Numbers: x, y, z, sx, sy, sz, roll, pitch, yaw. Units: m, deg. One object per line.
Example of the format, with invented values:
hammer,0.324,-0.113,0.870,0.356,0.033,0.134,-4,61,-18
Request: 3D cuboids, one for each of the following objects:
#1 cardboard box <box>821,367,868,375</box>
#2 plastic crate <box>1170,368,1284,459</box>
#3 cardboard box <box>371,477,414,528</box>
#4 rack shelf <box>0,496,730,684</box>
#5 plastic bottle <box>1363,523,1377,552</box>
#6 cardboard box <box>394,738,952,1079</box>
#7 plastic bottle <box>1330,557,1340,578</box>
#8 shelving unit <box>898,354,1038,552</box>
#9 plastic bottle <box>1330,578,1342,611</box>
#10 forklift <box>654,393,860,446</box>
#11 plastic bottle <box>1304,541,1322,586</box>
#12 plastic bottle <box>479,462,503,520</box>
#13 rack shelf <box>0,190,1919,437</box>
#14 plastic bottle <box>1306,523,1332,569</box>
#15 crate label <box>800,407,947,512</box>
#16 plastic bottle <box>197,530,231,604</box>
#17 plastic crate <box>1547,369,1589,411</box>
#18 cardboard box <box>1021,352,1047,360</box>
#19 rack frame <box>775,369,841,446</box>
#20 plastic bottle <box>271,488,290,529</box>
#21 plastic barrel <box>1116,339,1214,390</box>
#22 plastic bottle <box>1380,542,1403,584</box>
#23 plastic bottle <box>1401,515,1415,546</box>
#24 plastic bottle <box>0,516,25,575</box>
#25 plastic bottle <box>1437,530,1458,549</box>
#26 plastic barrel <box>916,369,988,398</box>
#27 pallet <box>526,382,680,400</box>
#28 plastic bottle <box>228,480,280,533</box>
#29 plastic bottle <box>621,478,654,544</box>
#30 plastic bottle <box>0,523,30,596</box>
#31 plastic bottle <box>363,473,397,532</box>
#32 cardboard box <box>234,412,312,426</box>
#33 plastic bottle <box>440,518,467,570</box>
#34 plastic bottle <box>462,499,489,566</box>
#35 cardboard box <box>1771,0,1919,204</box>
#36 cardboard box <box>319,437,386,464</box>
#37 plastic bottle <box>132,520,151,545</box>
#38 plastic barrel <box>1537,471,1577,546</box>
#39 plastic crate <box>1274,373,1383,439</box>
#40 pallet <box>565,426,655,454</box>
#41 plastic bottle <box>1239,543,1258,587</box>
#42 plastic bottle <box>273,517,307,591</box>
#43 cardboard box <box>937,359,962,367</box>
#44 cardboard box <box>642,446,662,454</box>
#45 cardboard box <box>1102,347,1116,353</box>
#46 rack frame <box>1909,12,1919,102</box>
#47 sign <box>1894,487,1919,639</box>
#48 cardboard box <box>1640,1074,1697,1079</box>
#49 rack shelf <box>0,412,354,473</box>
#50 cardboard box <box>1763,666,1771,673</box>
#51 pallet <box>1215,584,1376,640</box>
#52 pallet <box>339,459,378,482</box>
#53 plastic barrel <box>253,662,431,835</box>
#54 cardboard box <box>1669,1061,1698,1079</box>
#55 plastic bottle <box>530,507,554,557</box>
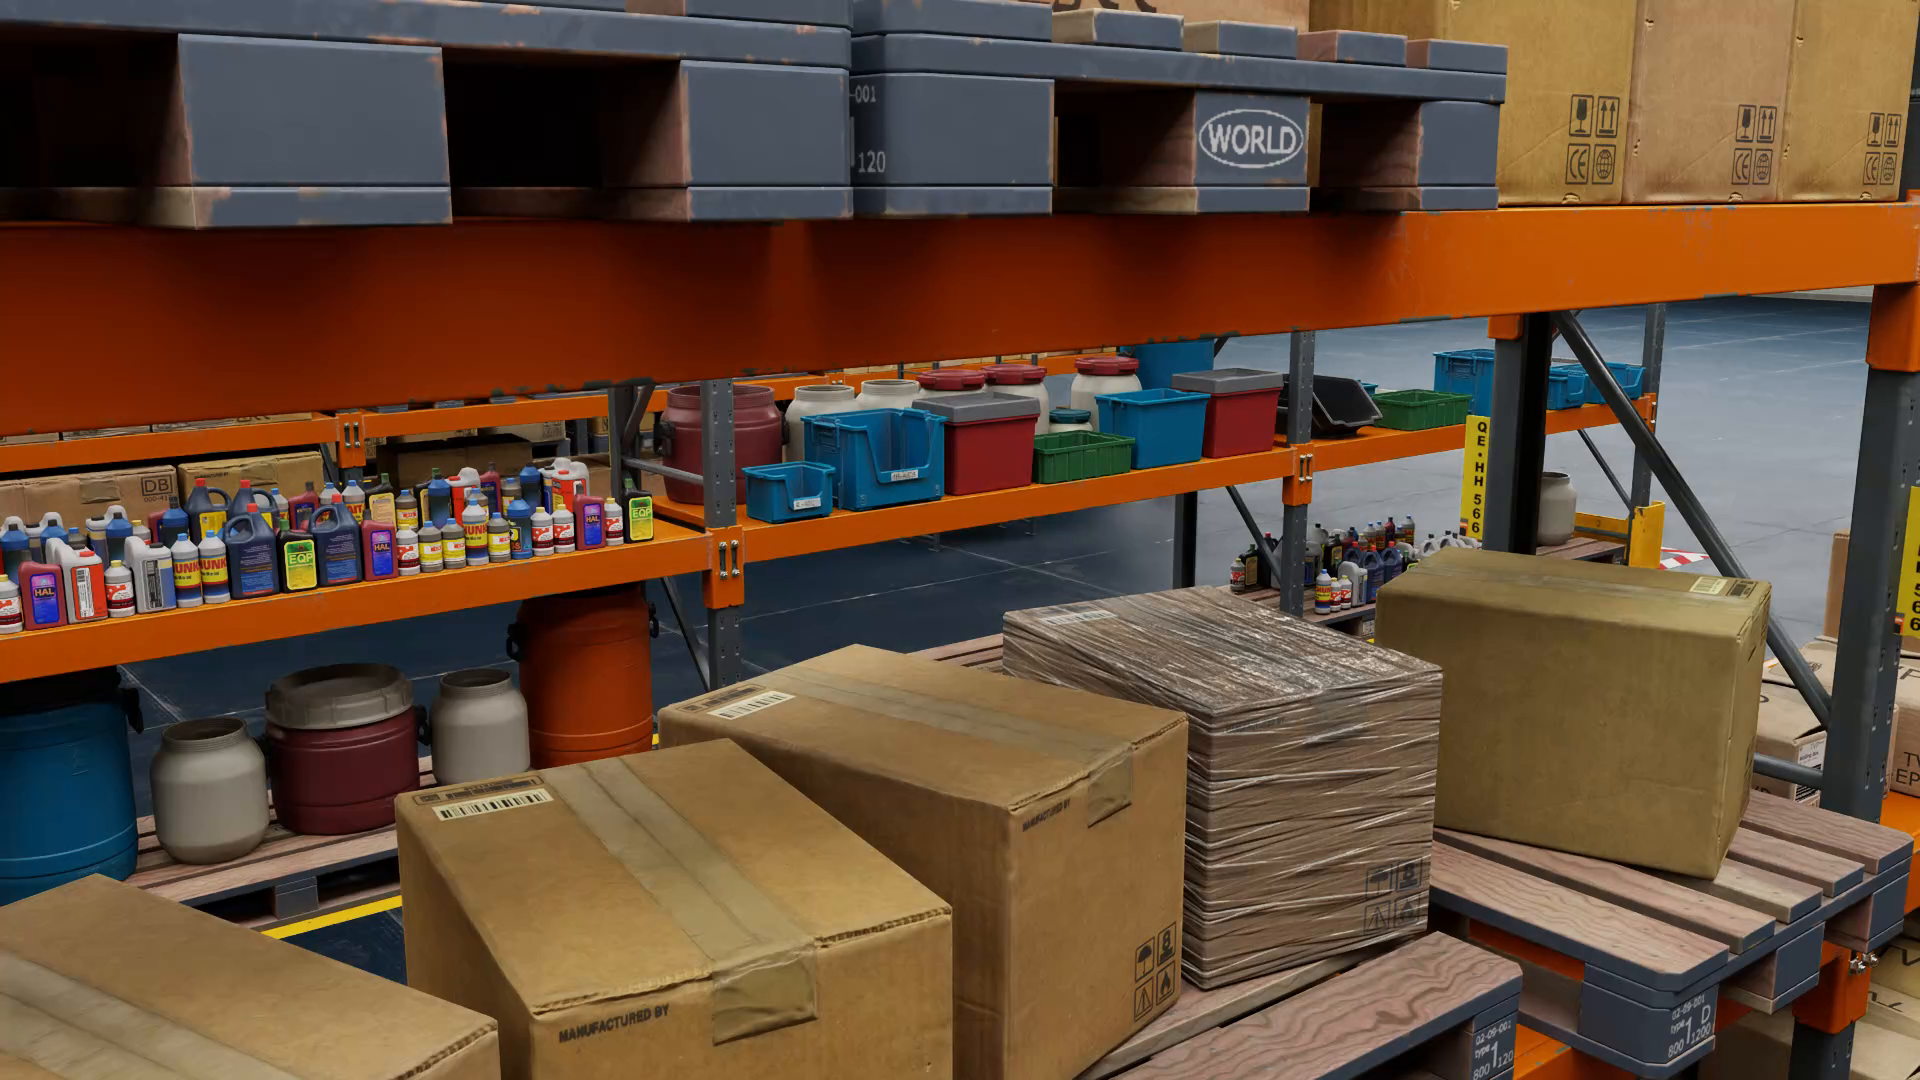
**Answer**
cardboard box,-0.986,-1.490,14.028,0.250,0.149,0.380,-9,15,-38
plastic crate,1.566,-0.749,9.781,0.583,0.464,0.402,-9,15,-38
cardboard box,-3.954,-0.197,12.295,0.500,0.500,0.700,-10,16,-41
rack shelf,-2.932,0.300,6.725,4.000,0.370,1.077,-9,15,-38
plastic bottle,2.920,0.012,11.859,0.097,0.271,0.097,0,12,0
cardboard box,-0.396,0.633,2.176,0.500,0.500,0.700,-7,14,-29
plastic bottle,2.444,0.249,10.713,0.133,0.283,0.061,-9,15,-38
shelving unit,0.067,-0.745,13.525,1.048,1.500,0.538,-9,15,-38
plastic bottle,2.355,0.340,10.484,0.097,0.201,0.097,0,12,0
forklift,-2.323,-1.845,15.262,3.031,2.935,1.130,-10,15,-39
plastic bottle,2.338,0.152,11.188,0.135,0.276,0.152,-9,15,-38
plastic bottle,-2.196,-0.215,7.702,0.133,0.283,0.061,-9,15,-38
rack shelf,0.159,-0.363,2.628,4.000,0.370,1.077,-9,15,-38
plastic bottle,2.478,0.053,11.475,0.185,0.351,0.144,-10,15,-38
crate label,-0.426,-0.414,8.270,0.616,0.435,0.502,-9,15,-38
plastic bottle,-2.807,0.099,6.251,0.097,0.271,0.097,0,12,0
plastic crate,4.162,-1.080,11.850,0.408,0.251,0.499,-9,15,-38
cardboard box,0.583,-1.748,15.242,0.250,0.149,0.380,-9,15,-38
rack frame,-1.341,-1.634,14.100,0.127,3.000,1.000,-9,15,-38
plastic bottle,-2.920,-0.084,7.113,0.097,0.271,0.097,0,12,0
plastic barrel,1.262,-1.074,10.261,0.708,0.901,0.600,-9,15,-38
plastic bottle,2.790,0.188,10.838,0.185,0.351,0.144,-10,16,-40
plastic bottle,3.266,-0.045,12.129,0.097,0.271,0.097,0,12,0
plastic bottle,-3.709,0.052,6.461,0.135,0.276,0.152,-9,15,-38
plastic bottle,3.267,0.109,11.212,0.185,0.351,0.144,-9,15,-35
plastic barrel,-0.042,-0.657,9.173,0.433,0.535,0.433,0,12,0
pallet,-2.945,-1.284,12.917,1.213,0.211,1.003,-9,15,-38
plastic bottle,-2.920,-0.076,6.885,0.185,0.351,0.144,-9,15,-38
plastic bottle,-1.420,-0.132,7.312,0.133,0.283,0.061,-9,15,-38
plastic bottle,-3.617,0.072,6.377,0.097,0.271,0.097,0,12,0
plastic bottle,-2.585,-0.150,7.397,0.133,0.283,0.061,-9,15,-38
cardboard box,-4.695,-1.059,11.155,0.500,0.500,0.500,-9,15,-36
plastic bottle,-2.082,0.013,6.825,0.097,0.201,0.097,0,12,0
plastic bottle,-2.006,-0.034,6.878,0.097,0.271,0.097,0,12,0
cardboard box,1.401,-0.961,3.473,0.500,0.500,0.910,-9,15,-38
cardboard box,-6.272,-1.216,16.537,0.750,0.750,1.050,-9,15,-37
plastic bottle,-3.350,0.022,6.784,0.097,0.201,0.097,0,12,0
plastic barrel,4.410,-0.240,12.516,0.421,0.512,0.421,0,12,0
plastic crate,2.241,-0.847,10.546,0.504,0.338,0.767,-9,15,-38
pallet,-3.718,-1.173,18.645,1.213,0.211,1.003,-9,15,-38
plastic bottle,1.922,0.167,11.100,0.133,0.283,0.061,-9,15,-35
plastic bottle,-2.599,0.047,6.466,0.133,0.283,0.061,-9,15,-38
cardboard box,-0.194,-1.617,14.626,0.250,0.149,0.380,-9,15,-38
cardboard box,-2.218,-0.491,13.679,0.500,0.500,0.700,-10,15,-38
cardboard box,1.330,-1.886,15.895,0.250,0.149,0.380,-9,15,-38
rack frame,1.721,-2.442,3.464,0.127,3.000,1.000,-9,15,-38
sign,2.067,0.052,3.566,0.005,0.325,0.100,-9,15,-38
cardboard box,1.979,1.524,4.837,0.500,0.250,0.500,-9,15,-36
rack shelf,-6.026,-0.503,10.509,4.000,0.370,1.077,-9,15,-38
cardboard box,2.251,0.454,4.874,0.250,0.149,0.380,-9,15,-38
pallet,2.303,0.453,10.985,1.213,0.211,1.003,-9,15,-38
pallet,-5.870,-0.816,16.962,1.213,0.211,1.003,-9,15,-38
plastic barrel,-2.624,0.876,7.078,0.708,0.588,0.600,-9,15,-38
cardboard box,1.976,1.250,4.779,0.500,0.311,0.500,-9,15,-36
plastic bottle,-1.778,-0.038,7.063,0.097,0.201,0.097,0,12,0
